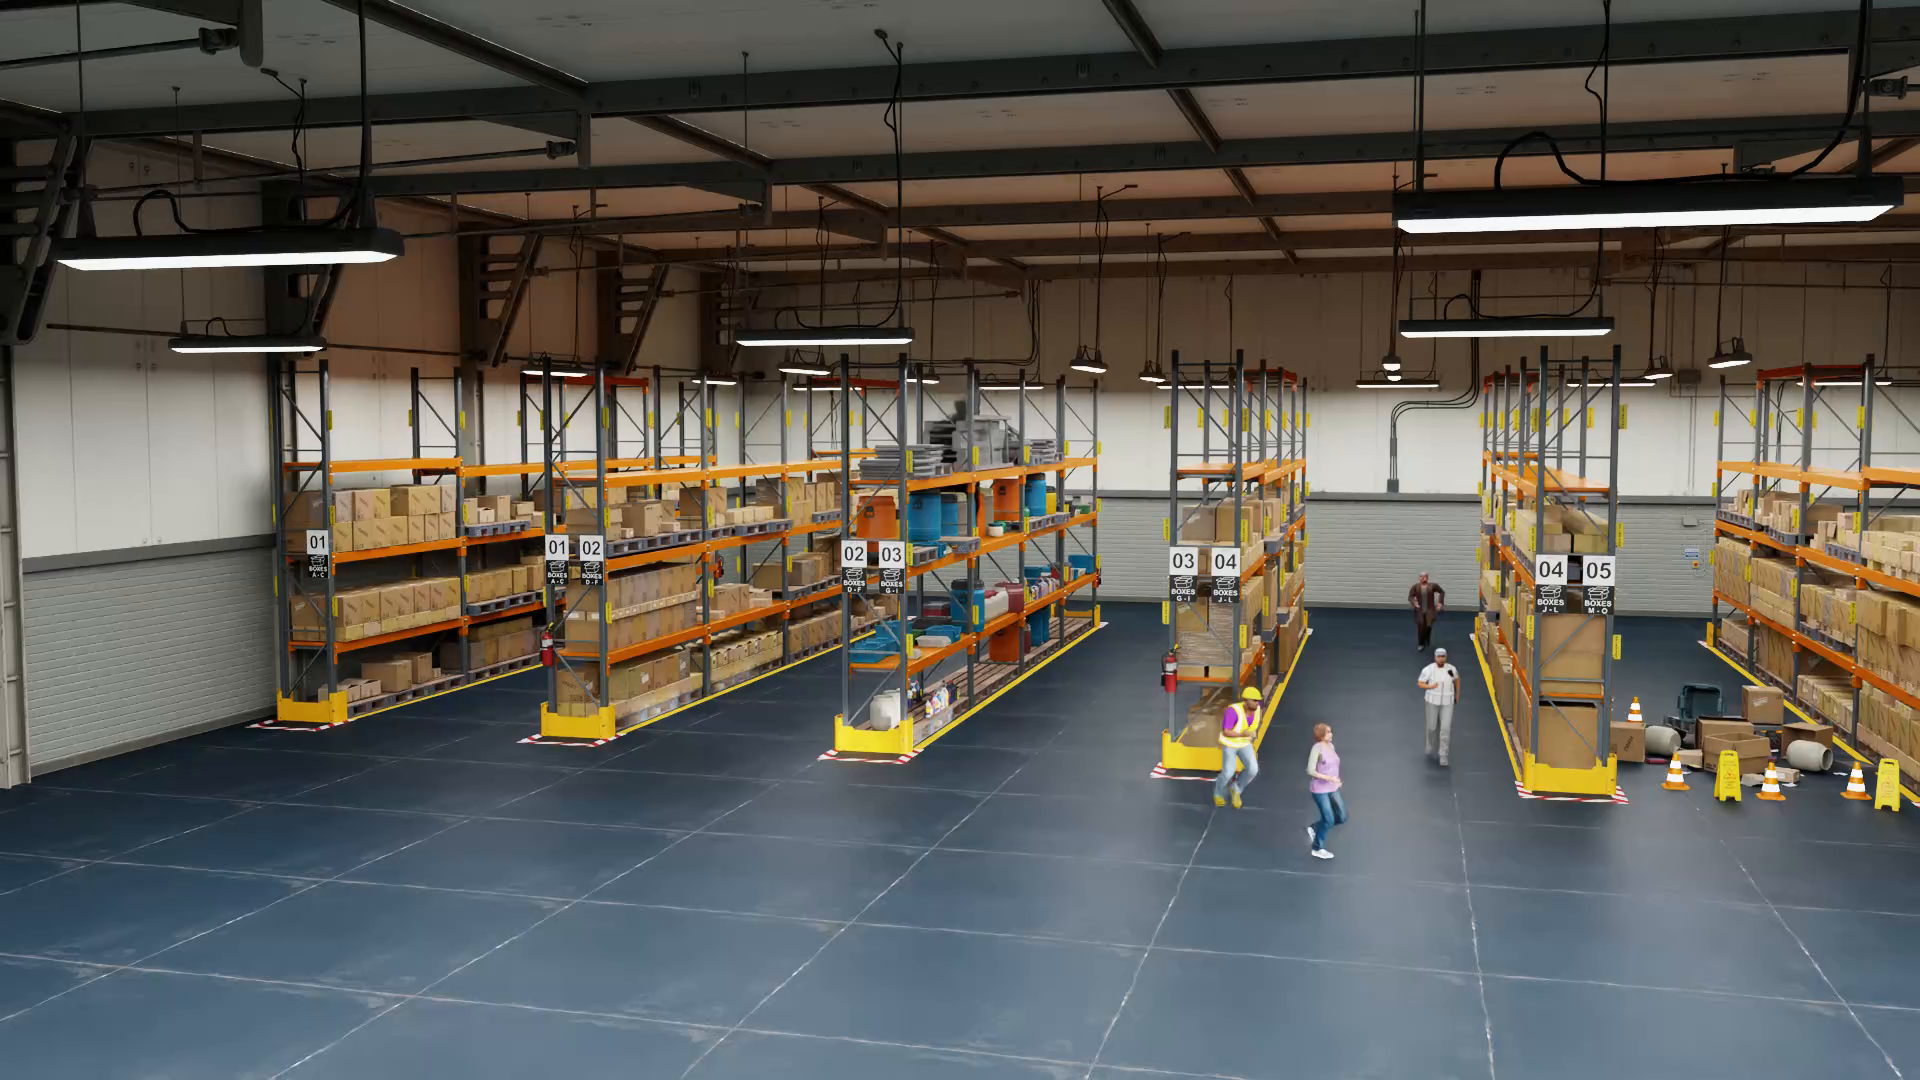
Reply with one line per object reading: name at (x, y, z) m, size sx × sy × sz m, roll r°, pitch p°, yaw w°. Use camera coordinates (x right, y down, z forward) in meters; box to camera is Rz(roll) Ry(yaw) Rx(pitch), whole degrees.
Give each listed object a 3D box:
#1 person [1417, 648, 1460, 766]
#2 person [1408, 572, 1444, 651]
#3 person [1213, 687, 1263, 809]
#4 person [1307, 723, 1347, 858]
person at (7.021, 2.399, 24.378) m, size 0.637 × 1.657 × 0.907 m, roll 1°, pitch 4°, yaw 8°
person at (10.048, 1.516, 35.918) m, size 0.740 × 1.666 × 0.745 m, roll 2°, pitch 4°, yaw 21°
person at (3.603, 2.650, 21.340) m, size 0.730 × 1.622 × 0.944 m, roll -2°, pitch 5°, yaw -28°
person at (4.182, 2.859, 18.971) m, size 0.529 × 1.554 × 0.549 m, roll -4°, pitch 6°, yaw -45°
